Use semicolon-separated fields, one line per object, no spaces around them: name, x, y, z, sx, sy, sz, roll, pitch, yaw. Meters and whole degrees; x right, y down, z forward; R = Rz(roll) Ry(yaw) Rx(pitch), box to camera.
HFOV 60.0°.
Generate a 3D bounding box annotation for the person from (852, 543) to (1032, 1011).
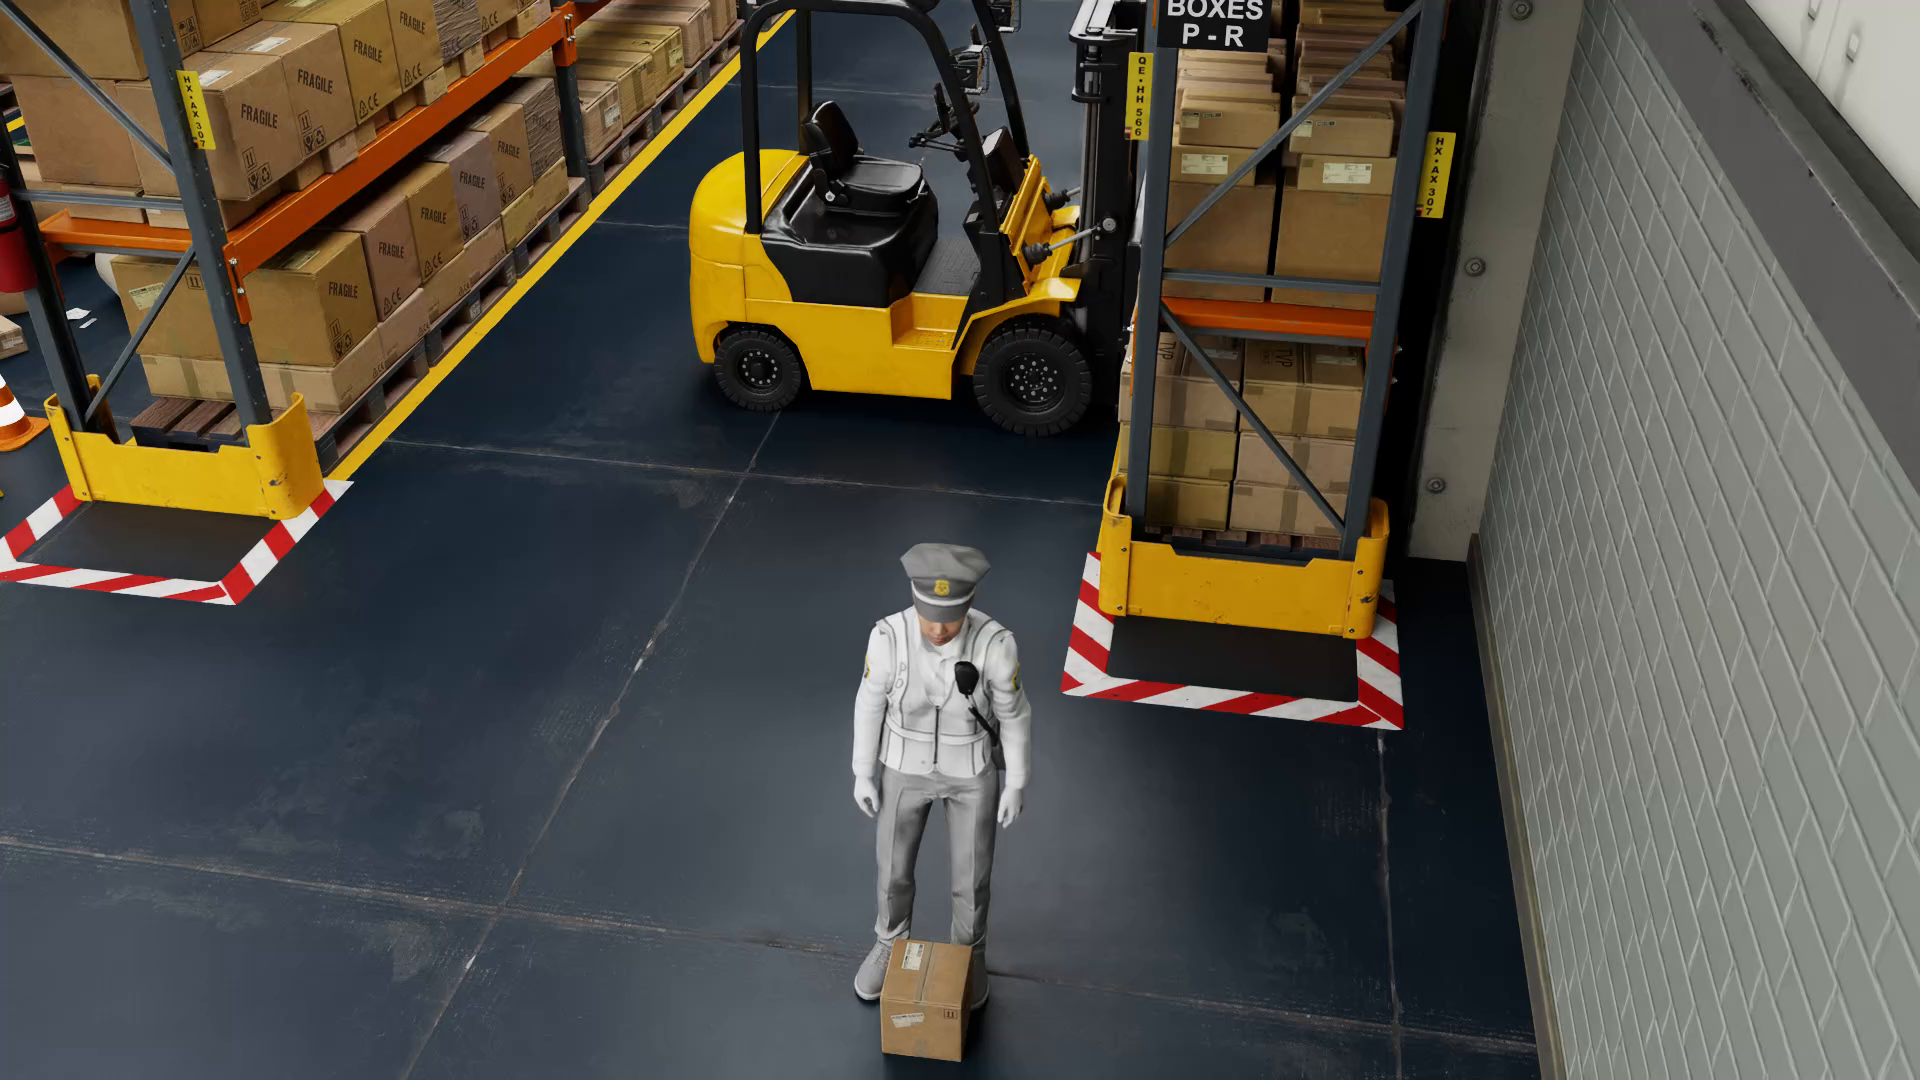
person;-0.059;0.713;5.016;0.547;1.667;0.370;4;33;6
